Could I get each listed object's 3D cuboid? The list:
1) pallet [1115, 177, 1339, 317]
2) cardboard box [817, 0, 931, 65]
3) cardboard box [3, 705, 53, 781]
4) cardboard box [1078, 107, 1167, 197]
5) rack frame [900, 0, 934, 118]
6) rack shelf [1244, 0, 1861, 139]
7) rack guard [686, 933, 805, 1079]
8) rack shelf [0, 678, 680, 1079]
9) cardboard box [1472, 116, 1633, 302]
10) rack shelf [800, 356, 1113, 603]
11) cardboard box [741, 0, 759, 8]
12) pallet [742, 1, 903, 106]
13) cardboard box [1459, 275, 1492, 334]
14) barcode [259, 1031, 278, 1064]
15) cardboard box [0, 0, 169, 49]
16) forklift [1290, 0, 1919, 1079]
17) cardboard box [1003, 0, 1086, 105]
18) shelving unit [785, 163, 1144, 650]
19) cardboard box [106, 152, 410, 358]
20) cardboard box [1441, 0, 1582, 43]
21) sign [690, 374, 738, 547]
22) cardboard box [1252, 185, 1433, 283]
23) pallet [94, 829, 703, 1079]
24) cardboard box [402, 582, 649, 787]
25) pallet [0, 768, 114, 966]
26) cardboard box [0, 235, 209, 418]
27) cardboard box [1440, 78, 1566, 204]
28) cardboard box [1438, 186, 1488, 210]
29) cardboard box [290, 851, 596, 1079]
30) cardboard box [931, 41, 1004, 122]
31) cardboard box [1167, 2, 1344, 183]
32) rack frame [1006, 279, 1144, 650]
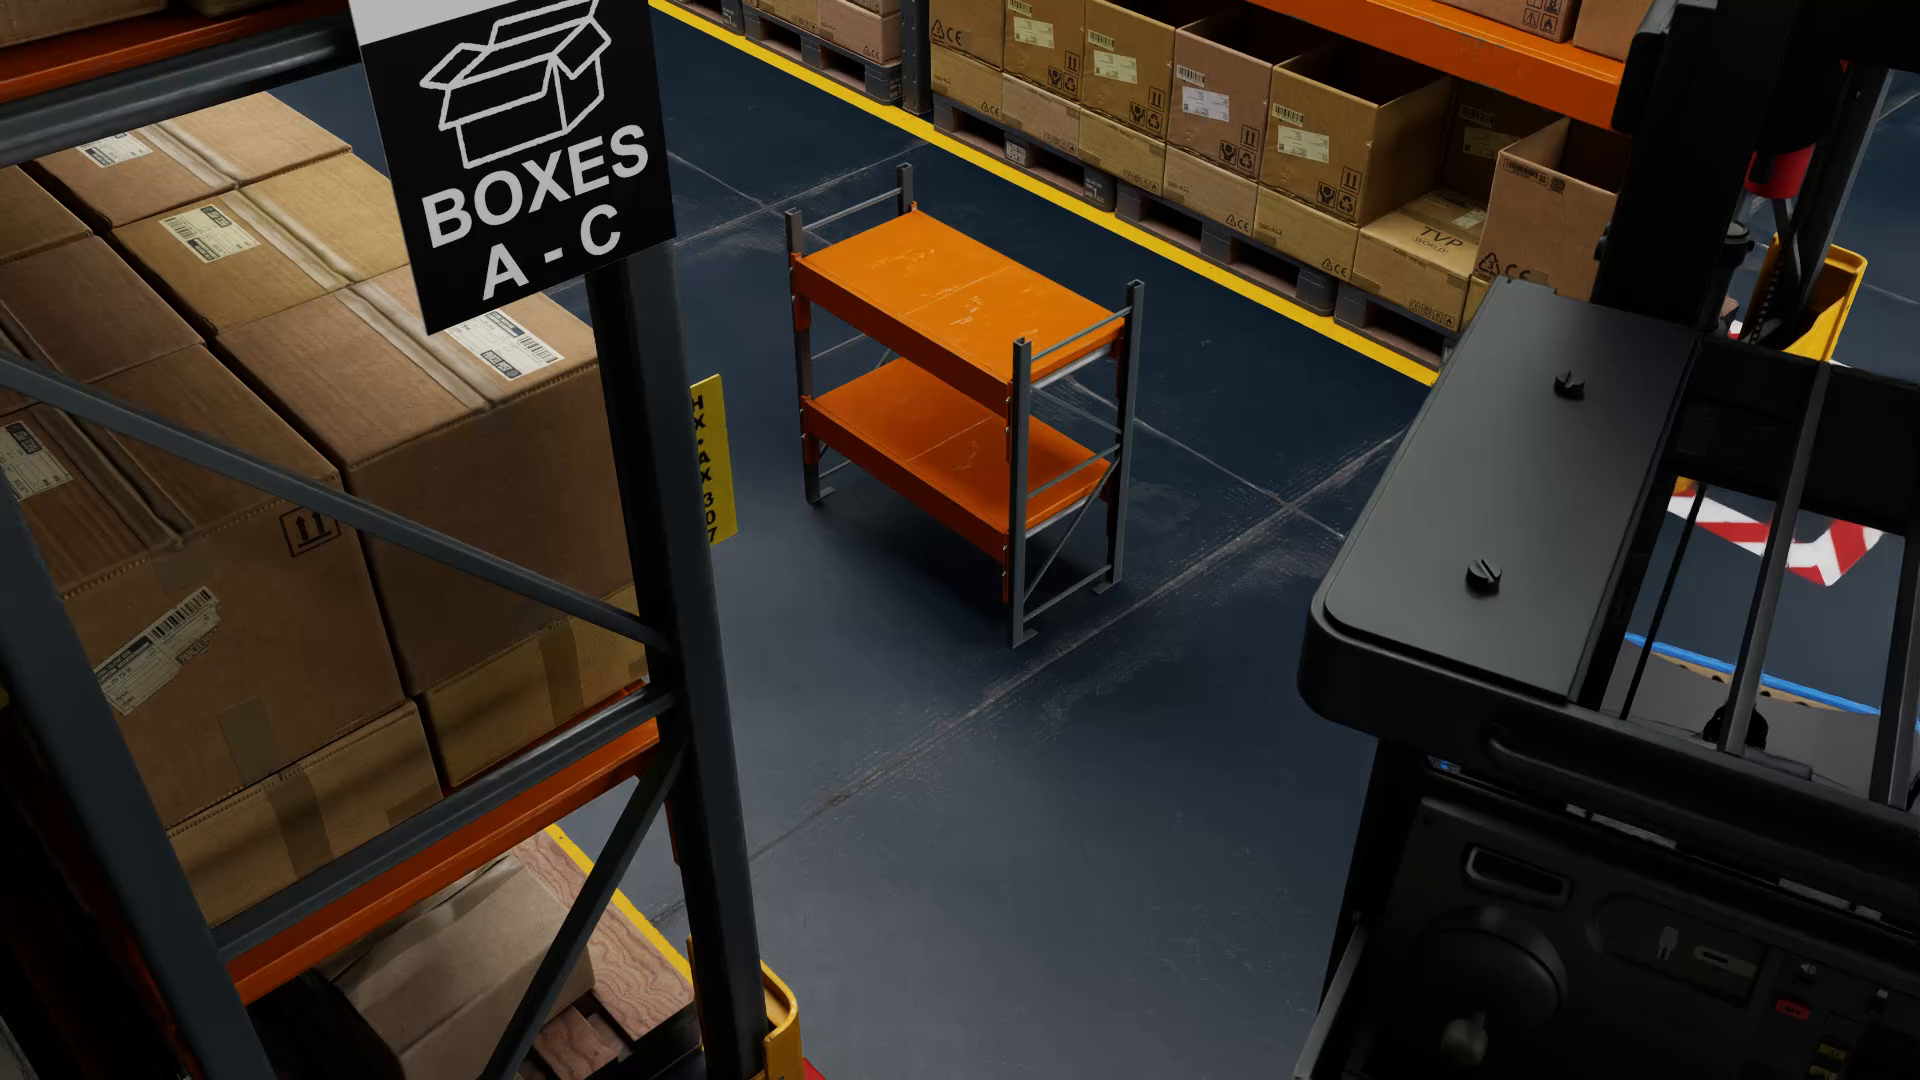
[{"bbox_3d":[1.456,-1.474,7.332,1.003,0.211,1.213,-30,48,-32],"label":"pallet"},{"bbox_3d":[-0.375,-2.672,8.450,0.500,0.250,0.500,-30,48,-32],"label":"cardboard box"},{"bbox_3d":[-1.639,0.129,3.231,0.500,0.250,0.500,-29,47,-31],"label":"cardboard box"},{"bbox_3d":[0.878,-1.793,7.361,0.500,0.250,0.500,-30,48,-32],"label":"cardboard box"},{"bbox_3d":[0.119,-3.510,7.633,1.000,3.000,0.127,-30,48,-32],"label":"rack frame"},{"bbox_3d":[1.472,-2.304,6.713,1.077,0.370,4.000,-30,48,-32],"label":"rack shelf"},{"bbox_3d":[-0.873,1.385,3.561,1.175,0.500,0.348,-30,48,-32],"label":"rack guard"},{"bbox_3d":[-2.174,-0.198,4.104,1.077,0.370,4.000,-30,48,-32],"label":"rack shelf"},{"bbox_3d":[2.243,-1.166,5.988,0.500,0.500,0.500,-30,48,-32],"label":"cardboard box"},{"bbox_3d":[-0.005,-0.251,5.478,0.538,0.278,1.000,-30,48,-32],"label":"rack shelf"},{"bbox_3d":[-1.062,-3.144,9.033,0.500,0.250,0.500,-29,47,-31],"label":"cardboard box"},{"bbox_3d":[-0.408,-2.749,8.910,1.003,0.211,1.213,-30,48,-32],"label":"pallet"},{"bbox_3d":[2.244,-0.875,6.224,0.500,0.250,0.500,-30,48,-32],"label":"cardboard box"},{"bbox_3d":[-1.530,1.123,3.679,0.001,0.075,0.075,-30,48,-32],"label":"barcode"},{"bbox_3d":[-1.290,-0.851,1.858,0.500,0.500,0.500,-26,46,-29],"label":"cardboard box"},{"bbox_3d":[1.021,0.786,2.369,1.130,2.935,3.031,19,42,21],"label":"forklift"},{"bbox_3d":[0.546,-2.320,7.416,0.500,0.500,0.500,-30,48,-32],"label":"cardboard box"},{"bbox_3d":[-0.005,-0.441,5.325,0.538,1.125,1.048,-30,48,-32],"label":"shelving unit"},{"bbox_3d":[-1.250,-0.375,3.257,0.500,0.500,0.500,-30,48,-32],"label":"cardboard box"},{"bbox_3d":[2.160,-2.160,5.882,0.700,0.500,0.500,-29,47,-31],"label":"cardboard box"},{"bbox_3d":[-0.422,-0.119,2.745,0.100,0.325,0.005,-30,48,-32],"label":"sign"},{"bbox_3d":[1.558,-1.332,6.790,0.500,0.250,0.500,-30,48,-32],"label":"cardboard box"},{"bbox_3d":[-1.396,1.107,4.136,1.003,0.211,1.213,-30,48,-32],"label":"pallet"},{"bbox_3d":[-0.918,0.138,3.219,0.500,0.250,0.500,-31,48,-33],"label":"cardboard box"},{"bbox_3d":[-2.217,0.542,4.835,1.003,0.211,1.213,-30,48,-32],"label":"pallet"},{"bbox_3d":[-1.630,-0.158,2.989,0.500,0.500,0.500,-29,47,-31],"label":"cardboard box"},{"bbox_3d":[2.286,-1.617,6.547,0.500,0.500,0.500,-30,48,-32],"label":"cardboard box"},{"bbox_3d":[2.285,-1.325,6.781,0.500,0.250,0.500,-30,48,-32],"label":"cardboard box"},{"bbox_3d":[-1.223,0.965,3.882,0.500,0.311,0.500,29,47,31],"label":"cardboard box"},{"bbox_3d":[0.210,-2.260,7.939,0.500,0.250,0.500,-30,48,-32],"label":"cardboard box"},{"bbox_3d":[1.218,-1.854,6.840,0.500,0.500,0.500,-30,48,-32],"label":"cardboard box"},{"bbox_3d":[0.339,-0.205,5.033,0.500,1.125,0.032,-30,48,-32],"label":"rack frame"}]
